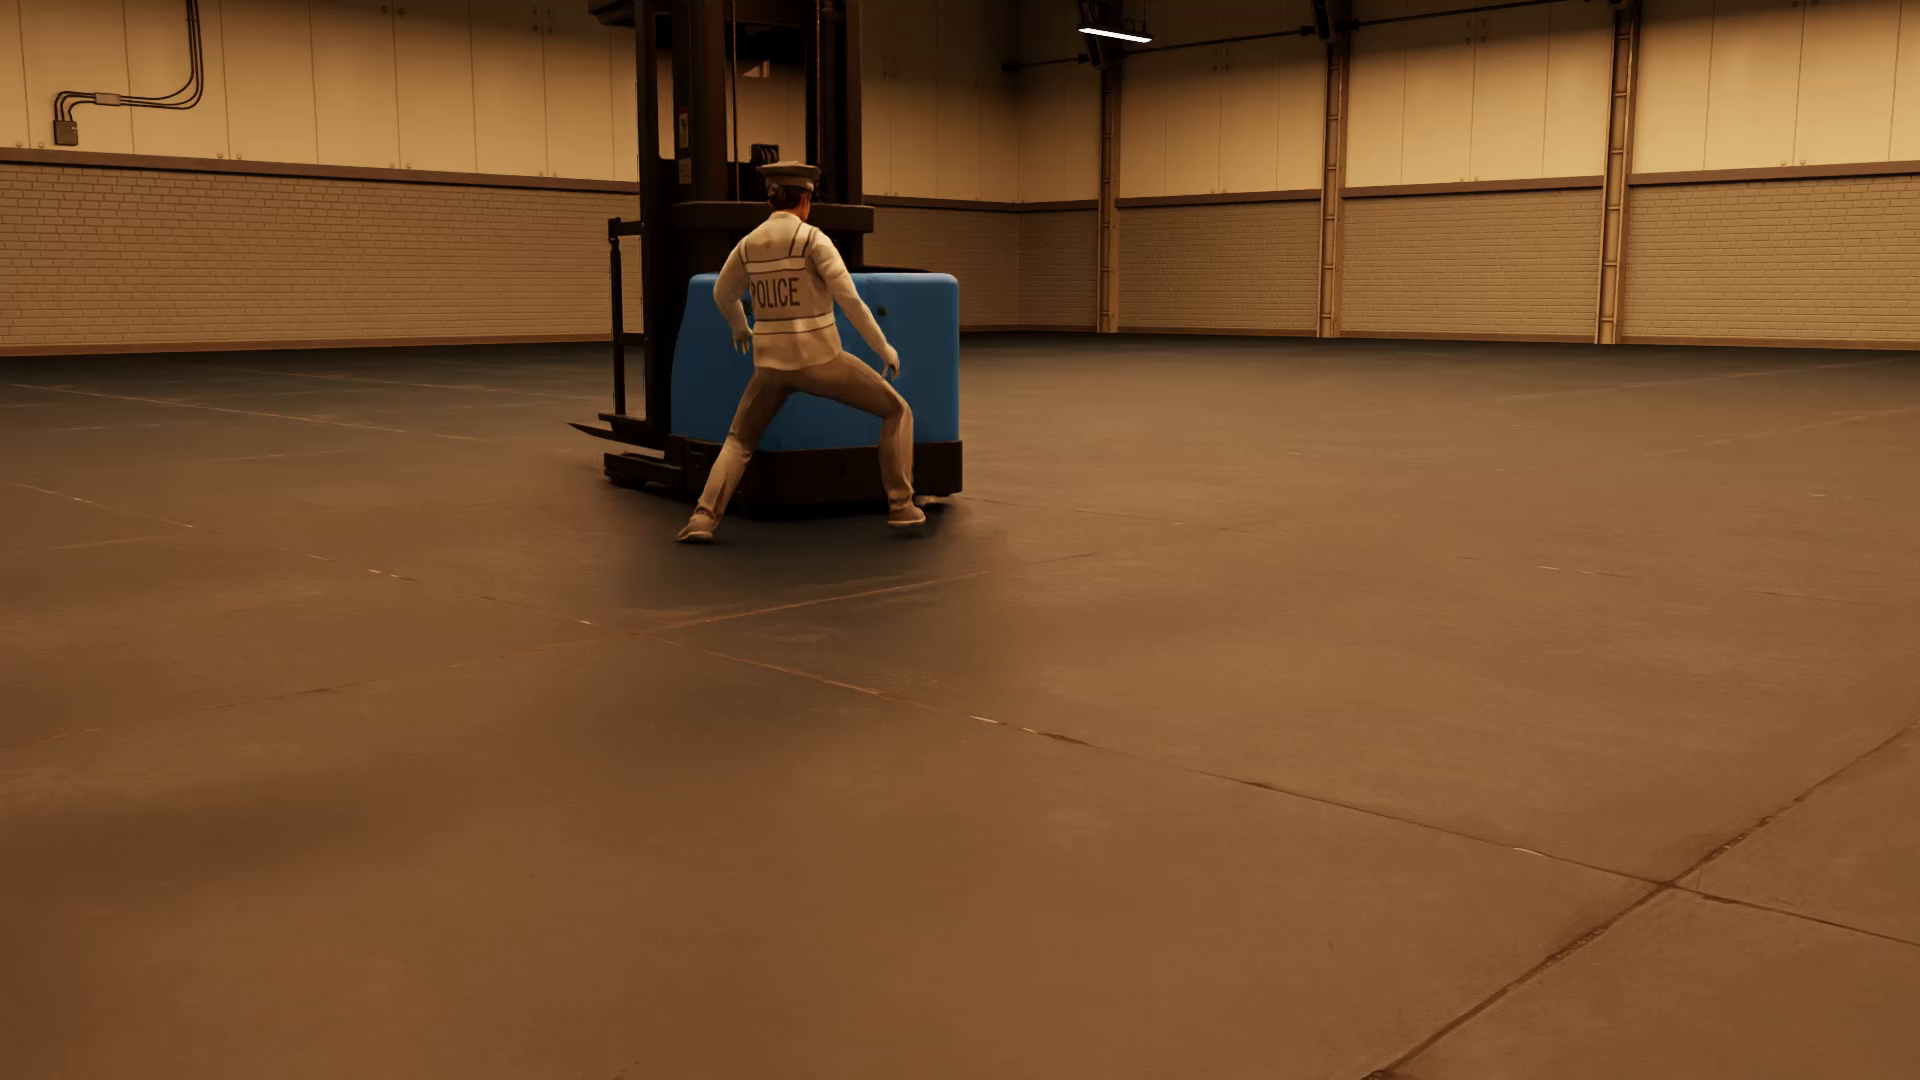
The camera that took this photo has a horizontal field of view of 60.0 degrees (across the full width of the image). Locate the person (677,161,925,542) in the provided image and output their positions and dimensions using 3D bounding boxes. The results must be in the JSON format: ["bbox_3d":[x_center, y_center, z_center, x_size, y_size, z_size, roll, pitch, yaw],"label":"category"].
[{"bbox_3d":[-0.671,-0.740,6.707,0.899,1.537,0.779,5,10,29],"label":"person"}]

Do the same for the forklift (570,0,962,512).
[{"bbox_3d":[-1.200,-1.749,8.492,1.130,2.935,3.031,-5,10,-32],"label":"forklift"}]
